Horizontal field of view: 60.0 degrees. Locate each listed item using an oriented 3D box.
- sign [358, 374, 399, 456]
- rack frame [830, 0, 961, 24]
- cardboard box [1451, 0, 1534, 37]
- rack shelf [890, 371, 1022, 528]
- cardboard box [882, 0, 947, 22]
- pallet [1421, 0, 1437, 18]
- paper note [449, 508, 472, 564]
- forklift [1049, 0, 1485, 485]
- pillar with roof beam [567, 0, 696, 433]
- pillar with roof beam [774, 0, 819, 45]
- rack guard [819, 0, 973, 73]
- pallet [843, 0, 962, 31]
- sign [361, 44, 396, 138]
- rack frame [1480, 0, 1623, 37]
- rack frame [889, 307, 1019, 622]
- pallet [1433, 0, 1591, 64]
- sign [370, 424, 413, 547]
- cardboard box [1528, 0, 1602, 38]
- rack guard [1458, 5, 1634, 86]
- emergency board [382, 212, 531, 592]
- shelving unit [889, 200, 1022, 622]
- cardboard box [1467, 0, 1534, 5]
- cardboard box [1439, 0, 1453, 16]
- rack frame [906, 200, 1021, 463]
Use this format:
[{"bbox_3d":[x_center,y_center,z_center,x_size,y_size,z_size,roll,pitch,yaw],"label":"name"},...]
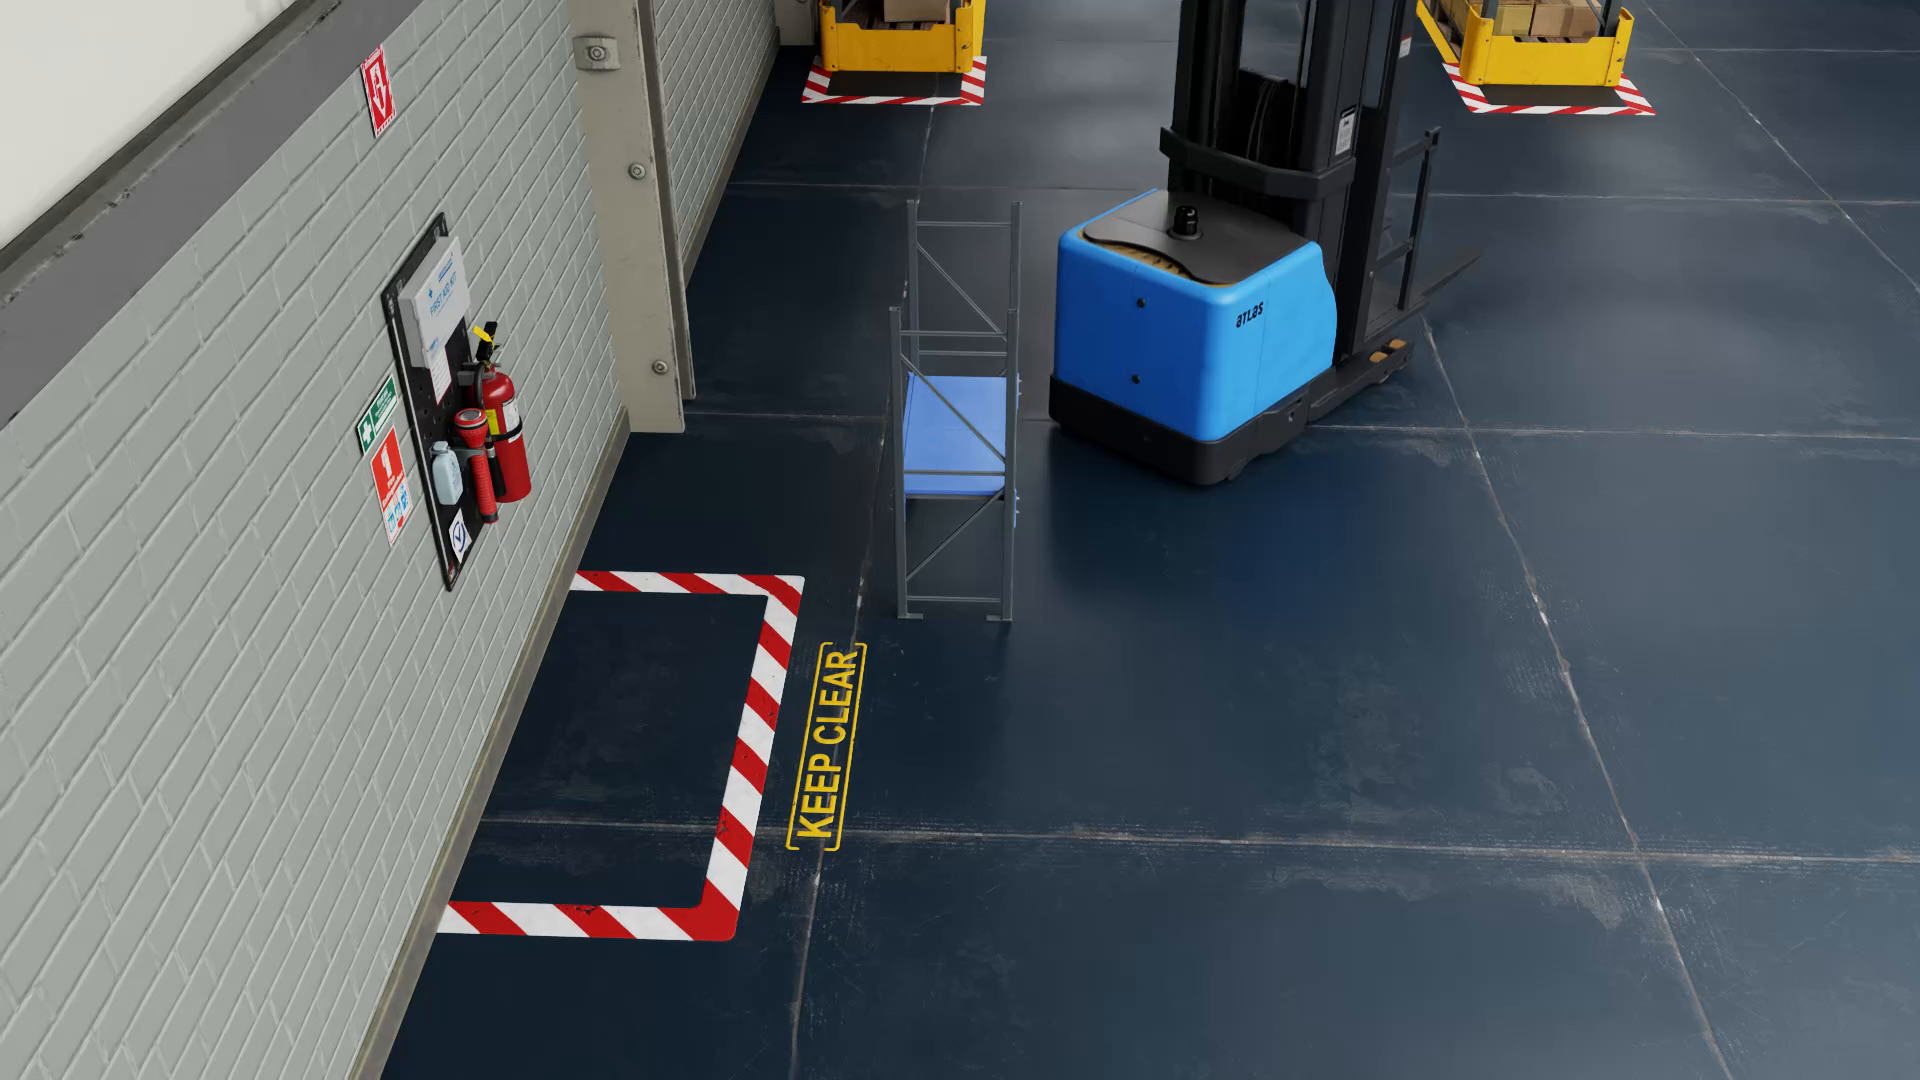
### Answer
[{"bbox_3d":[-1.821,-0.395,5.211,0.001,0.109,0.331,1,35,2],"label":"sign"},{"bbox_3d":[-0.491,-4.920,12.142,1.000,3.000,0.127,1,35,2],"label":"rack frame"},{"bbox_3d":[4.186,-4.170,13.100,0.500,0.250,0.500,1,35,2],"label":"cardboard box"},{"bbox_3d":[-0.003,-0.417,7.352,0.538,0.185,1.000,1,35,2],"label":"rack shelf"},{"bbox_3d":[-0.373,-4.396,13.351,0.500,0.311,0.500,-2,35,-3],"label":"cardboard box"},{"bbox_3d":[4.500,-4.807,14.405,1.003,0.211,1.213,1,35,2],"label":"pallet"},{"bbox_3d":[-1.781,-0.016,5.930,0.016,0.148,0.142,1,35,2],"label":"paper note"},{"bbox_3d":[1.825,-2.222,8.363,1.130,2.935,3.031,28,44,34],"label":"forklift"},{"bbox_3d":[2.734,-4.250,5.971,9.100,9.000,0.400,1,35,2],"label":"pillar with roof beam"},{"bbox_3d":[2.975,-7.697,10.876,9.100,9.000,0.400,1,35,2],"label":"pillar with roof beam"},{"bbox_3d":[-0.488,-3.941,12.923,1.175,0.500,0.348,1,35,2],"label":"rack guard"},{"bbox_3d":[-0.420,-4.289,13.669,1.003,0.211,1.213,1,35,2],"label":"pallet"},{"bbox_3d":[-1.805,-1.422,5.149,0.001,0.298,0.199,1,35,2],"label":"sign"},{"bbox_3d":[4.459,-4.808,11.982,1.000,3.000,0.127,1,35,2],"label":"rack frame"},{"bbox_3d":[-0.024,-0.273,6.833,0.500,1.500,0.032,1,35,2],"label":"rack frame"},{"bbox_3d":[4.448,-4.107,13.411,1.003,0.211,1.213,1,35,2],"label":"pallet"},{"bbox_3d":[-1.830,-0.176,5.360,0.001,0.329,0.234,1,35,2],"label":"sign"},{"bbox_3d":[4.703,-4.158,13.083,0.500,0.250,0.500,1,35,2],"label":"cardboard box"},{"bbox_3d":[4.458,-3.771,12.682,1.175,0.500,0.348,1,35,2],"label":"rack guard"},{"bbox_3d":[-1.705,-0.476,5.819,0.194,1.169,0.643,1,35,2],"label":"emergency board"},{"bbox_3d":[-0.003,-0.565,7.249,0.538,1.500,1.048,1,35,2],"label":"shelving unit"},{"bbox_3d":[4.183,-4.477,12.885,0.500,0.500,0.500,1,35,2],"label":"cardboard box"},{"bbox_3d":[4.194,-4.457,13.510,0.500,0.250,0.500,1,35,2],"label":"cardboard box"},{"bbox_3d":[0.017,-0.857,7.665,0.500,1.500,0.032,1,35,2],"label":"rack frame"}]
